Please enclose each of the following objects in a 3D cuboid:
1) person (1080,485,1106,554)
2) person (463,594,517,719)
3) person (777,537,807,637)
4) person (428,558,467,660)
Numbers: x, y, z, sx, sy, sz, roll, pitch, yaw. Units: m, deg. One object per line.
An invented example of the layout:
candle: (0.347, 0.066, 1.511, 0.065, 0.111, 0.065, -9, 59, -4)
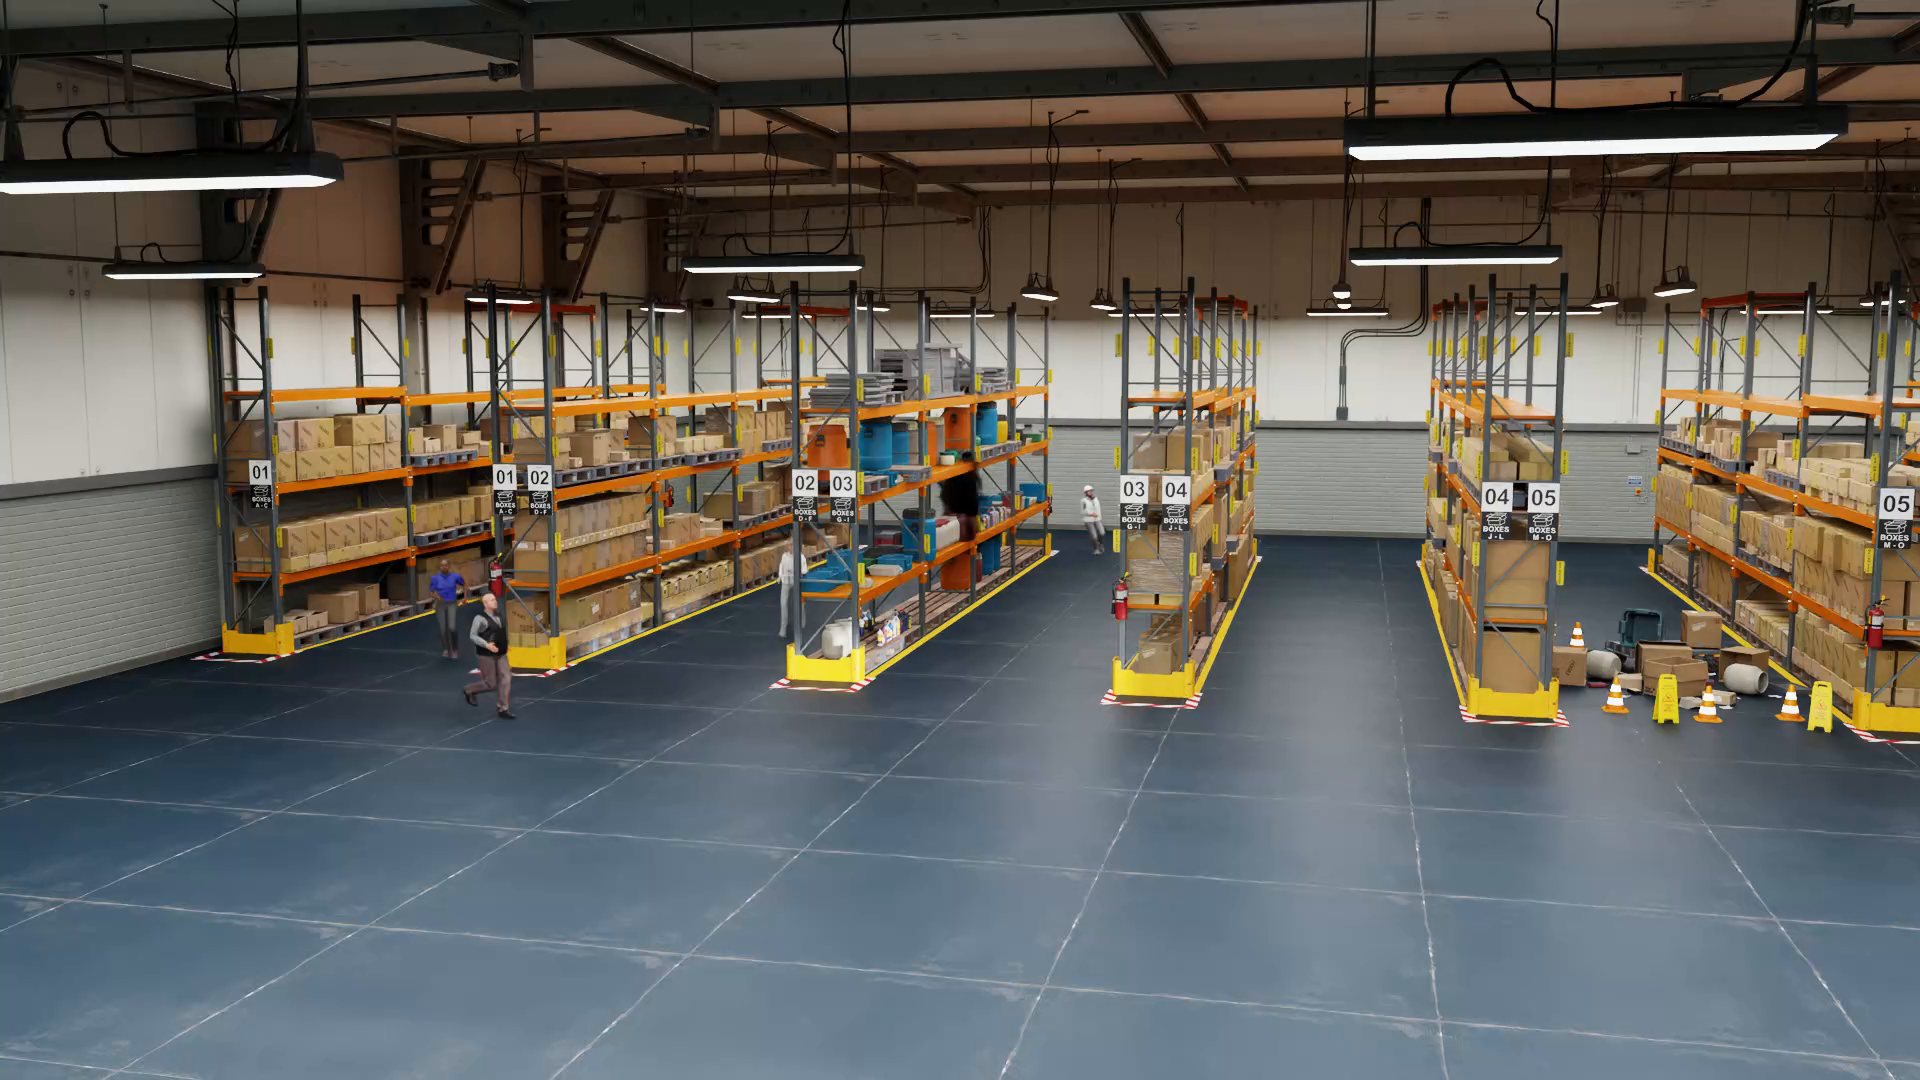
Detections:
person: (3.220, -0.478, 40.217, 0.645, 1.693, 0.620, -2, 7, -16)
person: (-6.413, 1.545, 22.649, 0.726, 1.642, 0.663, 4, 7, 28)
person: (-2.940, 0.797, 29.133, 0.599, 1.702, 0.860, 2, 7, 13)
person: (-8.245, 1.136, 26.787, 0.592, 1.673, 0.684, -2, 7, -13)
